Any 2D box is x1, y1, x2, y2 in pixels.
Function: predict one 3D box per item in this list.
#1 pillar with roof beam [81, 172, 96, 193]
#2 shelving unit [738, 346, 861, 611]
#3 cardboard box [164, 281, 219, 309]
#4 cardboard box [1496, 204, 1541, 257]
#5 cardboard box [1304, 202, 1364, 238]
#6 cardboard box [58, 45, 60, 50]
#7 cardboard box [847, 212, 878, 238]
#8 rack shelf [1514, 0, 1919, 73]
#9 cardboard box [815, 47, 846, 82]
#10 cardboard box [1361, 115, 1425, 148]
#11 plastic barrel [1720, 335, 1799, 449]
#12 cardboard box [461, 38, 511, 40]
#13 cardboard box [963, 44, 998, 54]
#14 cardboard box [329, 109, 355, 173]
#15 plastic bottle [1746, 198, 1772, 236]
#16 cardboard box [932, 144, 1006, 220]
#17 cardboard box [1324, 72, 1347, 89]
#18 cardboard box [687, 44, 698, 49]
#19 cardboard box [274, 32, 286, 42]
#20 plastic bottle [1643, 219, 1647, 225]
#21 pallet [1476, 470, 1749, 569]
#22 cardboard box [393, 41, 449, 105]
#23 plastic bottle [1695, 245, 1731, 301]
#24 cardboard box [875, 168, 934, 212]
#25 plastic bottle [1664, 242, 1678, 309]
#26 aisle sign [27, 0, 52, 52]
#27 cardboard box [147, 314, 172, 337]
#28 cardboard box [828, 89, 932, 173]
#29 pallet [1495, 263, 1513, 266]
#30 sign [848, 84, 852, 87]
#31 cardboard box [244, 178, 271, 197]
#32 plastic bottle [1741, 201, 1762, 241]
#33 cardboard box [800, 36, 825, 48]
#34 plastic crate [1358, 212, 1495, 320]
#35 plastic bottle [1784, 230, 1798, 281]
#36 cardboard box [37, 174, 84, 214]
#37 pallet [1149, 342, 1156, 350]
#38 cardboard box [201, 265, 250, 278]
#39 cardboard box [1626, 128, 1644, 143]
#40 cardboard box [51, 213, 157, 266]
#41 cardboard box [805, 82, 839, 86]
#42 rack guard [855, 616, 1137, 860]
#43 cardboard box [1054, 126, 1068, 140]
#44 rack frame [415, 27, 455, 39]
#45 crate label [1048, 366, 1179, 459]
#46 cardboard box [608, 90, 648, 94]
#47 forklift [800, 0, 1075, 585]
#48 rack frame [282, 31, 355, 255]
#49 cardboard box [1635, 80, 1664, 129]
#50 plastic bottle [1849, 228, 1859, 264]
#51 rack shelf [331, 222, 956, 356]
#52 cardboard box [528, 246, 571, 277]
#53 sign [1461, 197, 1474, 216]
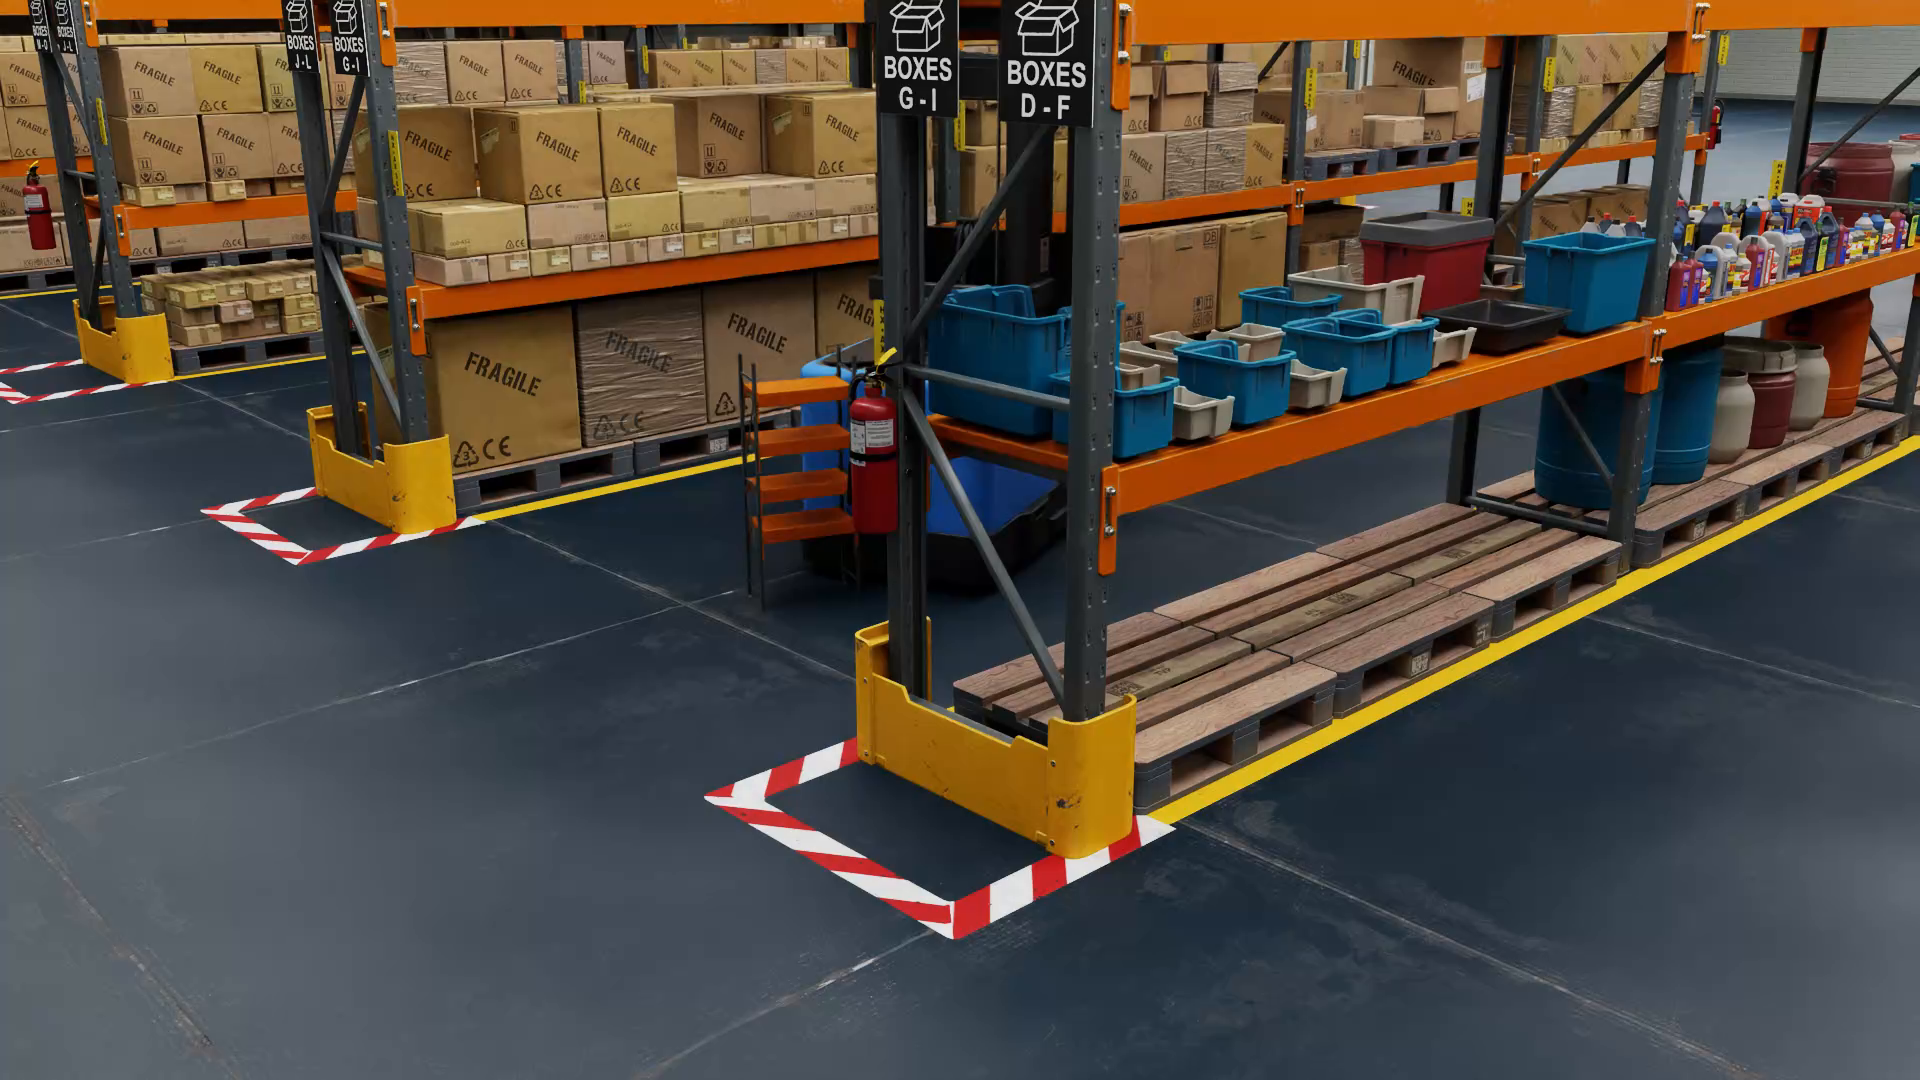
[{"bbox_3d":[-8.773,-7.743,18.277,0.400,9.000,9.100,-16,24,-41],"label":"pillar with roof beam"},{"bbox_3d":[-0.761,-0.295,7.949,0.503,1.200,0.258,-8,19,-22],"label":"shelving unit"},{"bbox_3d":[-6.010,-1.914,13.003,0.380,0.149,0.250,17,24,41],"label":"cardboard box"},{"bbox_3d":[5.748,-3.249,17.515,0.500,0.500,0.500,17,25,42],"label":"cardboard box"},{"bbox_3d":[3.368,-2.955,15.360,0.500,0.250,0.500,-13,22,-35],"label":"cardboard box"},{"bbox_3d":[-8.908,-4.914,16.442,0.250,0.149,0.380,-16,24,-40],"label":"cardboard box"},{"bbox_3d":[-0.754,-2.101,11.009,0.250,0.149,0.380,-17,24,-42],"label":"cardboard box"},{"bbox_3d":[4.473,-2.866,9.264,4.000,0.370,1.077,-16,24,-41],"label":"rack shelf"},{"bbox_3d":[-1.917,-6.518,22.898,0.500,0.500,0.500,-16,24,-41],"label":"cardboard box"},{"bbox_3d":[3.899,-3.747,15.241,0.500,0.250,0.500,17,25,42],"label":"cardboard box"},{"bbox_3d":[4.762,-0.911,10.160,0.708,0.588,0.600,-16,24,-41],"label":"plastic barrel"},{"bbox_3d":[-4.213,-4.224,14.884,0.500,0.500,0.500,-16,24,-40],"label":"cardboard box"},{"bbox_3d":[0.260,-5.281,18.625,0.500,0.500,0.700,-17,24,-42],"label":"cardboard box"},{"bbox_3d":[-5.006,-3.305,13.669,0.500,0.500,0.500,-17,25,-42],"label":"cardboard box"},{"bbox_3d":[5.053,-2.029,10.580,0.135,0.276,0.152,-16,24,-41],"label":"plastic bottle"},{"bbox_3d":[0.122,-2.557,11.844,0.500,0.500,0.500,-16,24,-41],"label":"cardboard box"},{"bbox_3d":[4.763,-6.126,22.772,0.550,0.550,0.875,-16,24,-41],"label":"cardboard box"},{"bbox_3d":[-4.357,-7.994,27.080,0.250,0.149,0.380,-16,24,-40],"label":"cardboard box"},{"bbox_3d":[-7.197,-5.384,17.890,0.250,0.149,0.380,-17,24,-42],"label":"cardboard box"},{"bbox_3d":[3.982,-1.716,9.616,0.135,0.276,0.152,-16,24,-41],"label":"plastic bottle"},{"bbox_3d":[3.609,-0.185,9.214,1.213,0.211,1.003,-16,24,-41],"label":"pallet"},{"bbox_3d":[-4.627,-3.889,13.850,0.500,0.500,0.500,-15,24,-39],"label":"cardboard box"},{"bbox_3d":[3.883,-1.389,8.606,0.135,0.276,0.152,-16,24,-41],"label":"plastic bottle"},{"bbox_3d":[-0.524,-2.385,11.239,0.500,0.250,0.500,-17,24,-42],"label":"cardboard box"},{"bbox_3d":[3.527,-1.345,8.348,0.185,0.351,0.144,-16,24,-41],"label":"plastic bottle"},{"bbox_3d":[-6.883,-4.041,12.370,0.004,0.787,0.394,-16,24,-41],"label":"aisle sign"},{"bbox_3d":[-6.385,-1.755,13.475,0.250,0.149,0.380,-16,24,-40],"label":"cardboard box"},{"bbox_3d":[-0.534,-2.737,11.108,0.500,0.500,0.500,-15,23,-39],"label":"cardboard box"},{"bbox_3d":[5.893,-2.986,17.854,1.213,0.211,1.003,-16,24,-41],"label":"pallet"},{"bbox_3d":[-0.763,-3.100,11.934,0.005,0.325,0.100,-16,24,-41],"label":"sign"},{"bbox_3d":[-5.681,-2.822,13.234,0.250,0.149,0.380,-15,23,-38],"label":"cardboard box"},{"bbox_3d":[4.992,-1.995,10.482,0.097,0.271,0.097,0,18,0],"label":"plastic bottle"},{"bbox_3d":[-2.051,-6.784,22.666,0.380,0.149,0.250,17,25,42],"label":"cardboard box"},{"bbox_3d":[2.198,-1.284,7.879,0.583,0.464,0.402,-16,24,-41],"label":"plastic crate"},{"bbox_3d":[4.562,-1.573,9.181,0.097,0.271,0.097,0,18,0],"label":"plastic bottle"},{"bbox_3d":[-11.600,-4.464,21.261,0.700,0.500,0.500,17,24,42],"label":"cardboard box"},{"bbox_3d":[1.012,-1.581,13.519,1.213,0.211,1.003,-16,24,-41],"label":"pallet"},{"bbox_3d":[-6.091,-2.172,13.798,0.250,0.149,0.380,-17,25,-42],"label":"cardboard box"},{"bbox_3d":[7.253,-4.443,18.231,0.250,0.149,0.380,-16,24,-41],"label":"cardboard box"},{"bbox_3d":[-9.029,-3.180,17.402,0.875,0.438,0.875,-15,24,-39],"label":"cardboard box"},{"bbox_3d":[-1.474,-4.699,17.377,0.250,0.149,0.380,-17,25,-42],"label":"cardboard box"},{"bbox_3d":[0.104,0.687,6.055,0.348,0.500,1.175,-16,24,-41],"label":"rack guard"},{"bbox_3d":[0.582,-3.272,12.425,0.637,0.503,0.797,-16,24,-40],"label":"cardboard box"},{"bbox_3d":[-7.699,-6.647,24.624,0.127,3.000,1.000,-16,24,-41],"label":"rack frame"},{"bbox_3d":[0.519,-0.437,5.644,0.303,0.233,0.416,-16,24,-41],"label":"crate label"},{"bbox_3d":[-3.177,-4.204,15.849,0.380,0.149,0.250,17,25,42],"label":"cardboard box"},{"bbox_3d":[0.226,-1.592,9.142,1.130,2.935,3.031,7,19,21],"label":"forklift"},{"bbox_3d":[-7.192,-4.688,18.581,0.127,3.000,1.000,-16,24,-41],"label":"rack frame"},{"bbox_3d":[7.243,-4.860,18.466,0.500,0.500,0.875,-16,24,-41],"label":"cardboard box"},{"bbox_3d":[5.237,-1.736,9.798,0.097,0.201,0.097,0,18,0],"label":"plastic bottle"},{"bbox_3d":[-1.837,-1.701,10.535,4.000,0.370,1.077,-16,24,-41],"label":"rack shelf"},{"bbox_3d":[-2.434,-1.611,9.496,0.250,0.149,0.380,-17,25,-42],"label":"cardboard box"},{"bbox_3d":[2.643,-1.613,8.647,0.005,0.325,0.100,-16,24,-41],"label":"sign"}]
